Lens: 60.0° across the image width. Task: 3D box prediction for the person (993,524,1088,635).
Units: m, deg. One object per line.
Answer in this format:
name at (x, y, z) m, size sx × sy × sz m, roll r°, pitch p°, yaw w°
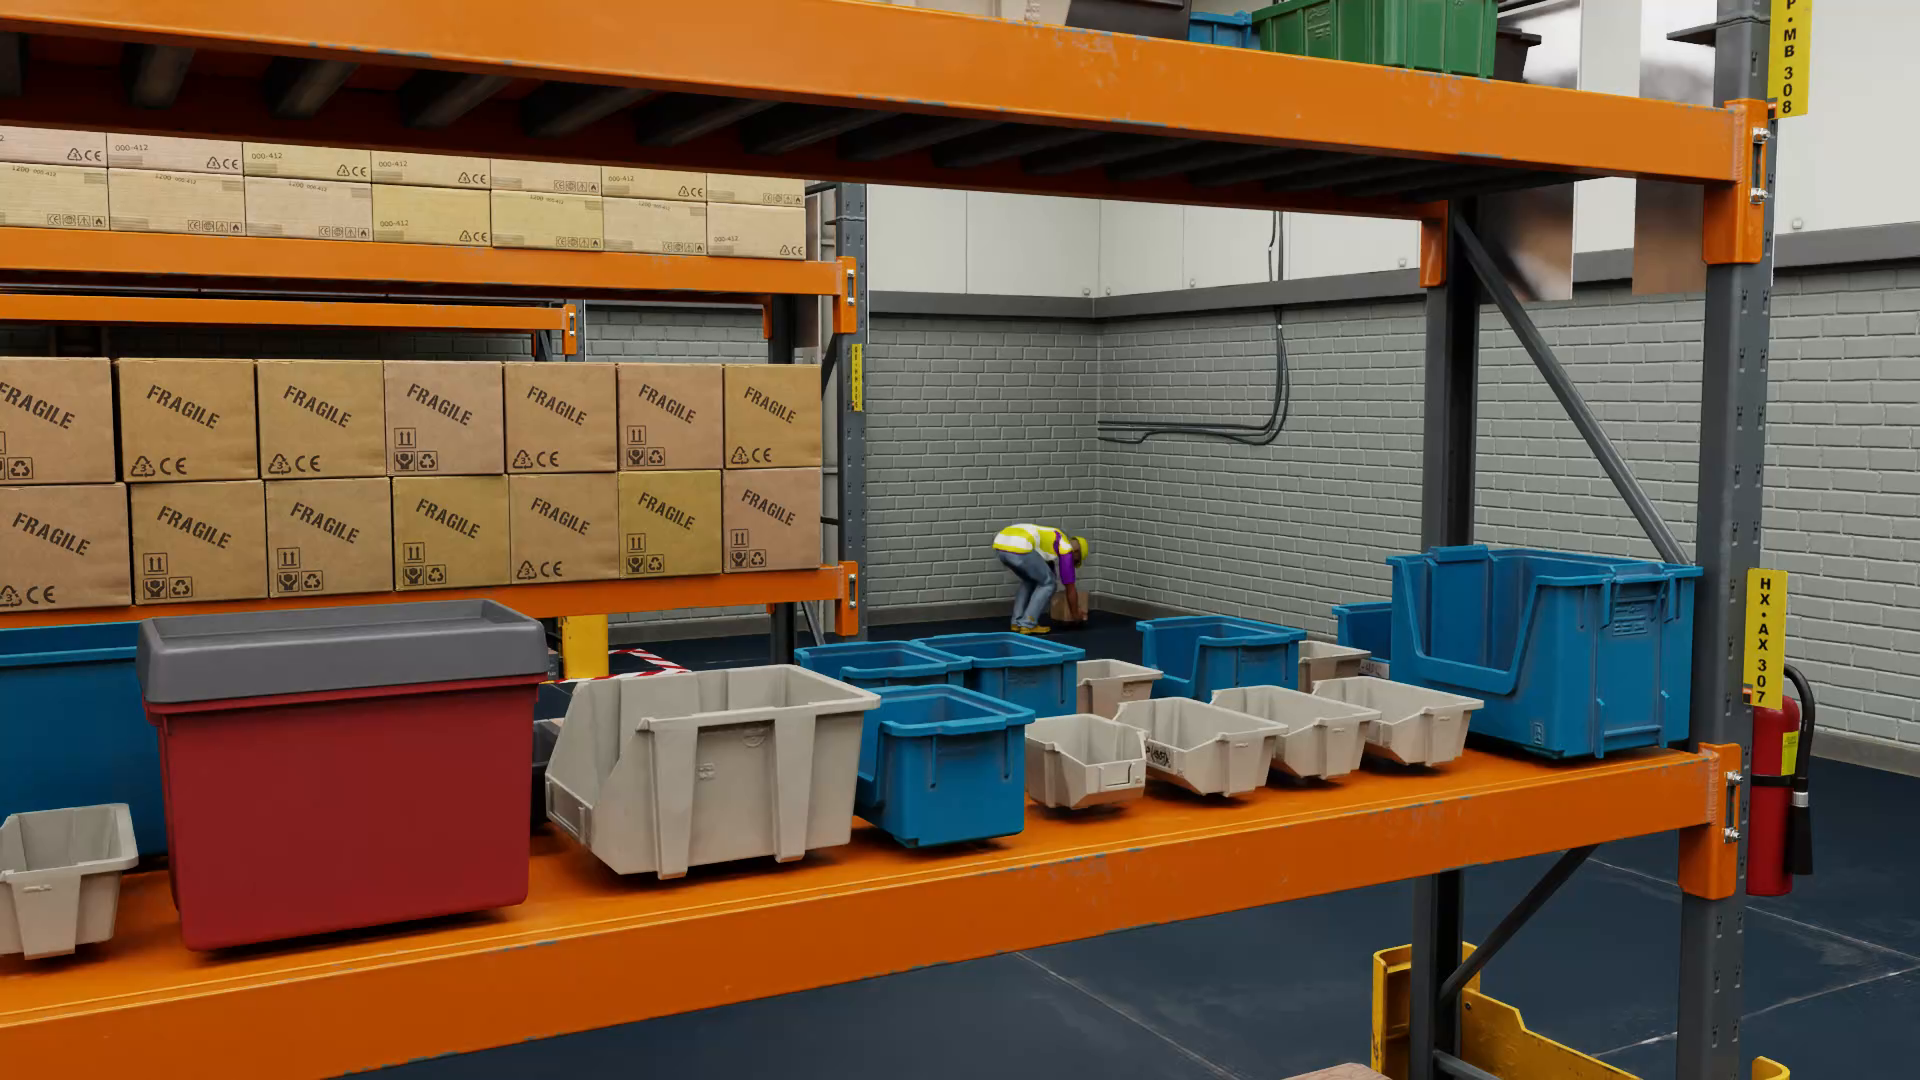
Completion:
person at (0.765, 0.335, 15.207) m, size 0.974 × 0.993 × 0.503 m, roll -3°, pitch 6°, yaw -32°
